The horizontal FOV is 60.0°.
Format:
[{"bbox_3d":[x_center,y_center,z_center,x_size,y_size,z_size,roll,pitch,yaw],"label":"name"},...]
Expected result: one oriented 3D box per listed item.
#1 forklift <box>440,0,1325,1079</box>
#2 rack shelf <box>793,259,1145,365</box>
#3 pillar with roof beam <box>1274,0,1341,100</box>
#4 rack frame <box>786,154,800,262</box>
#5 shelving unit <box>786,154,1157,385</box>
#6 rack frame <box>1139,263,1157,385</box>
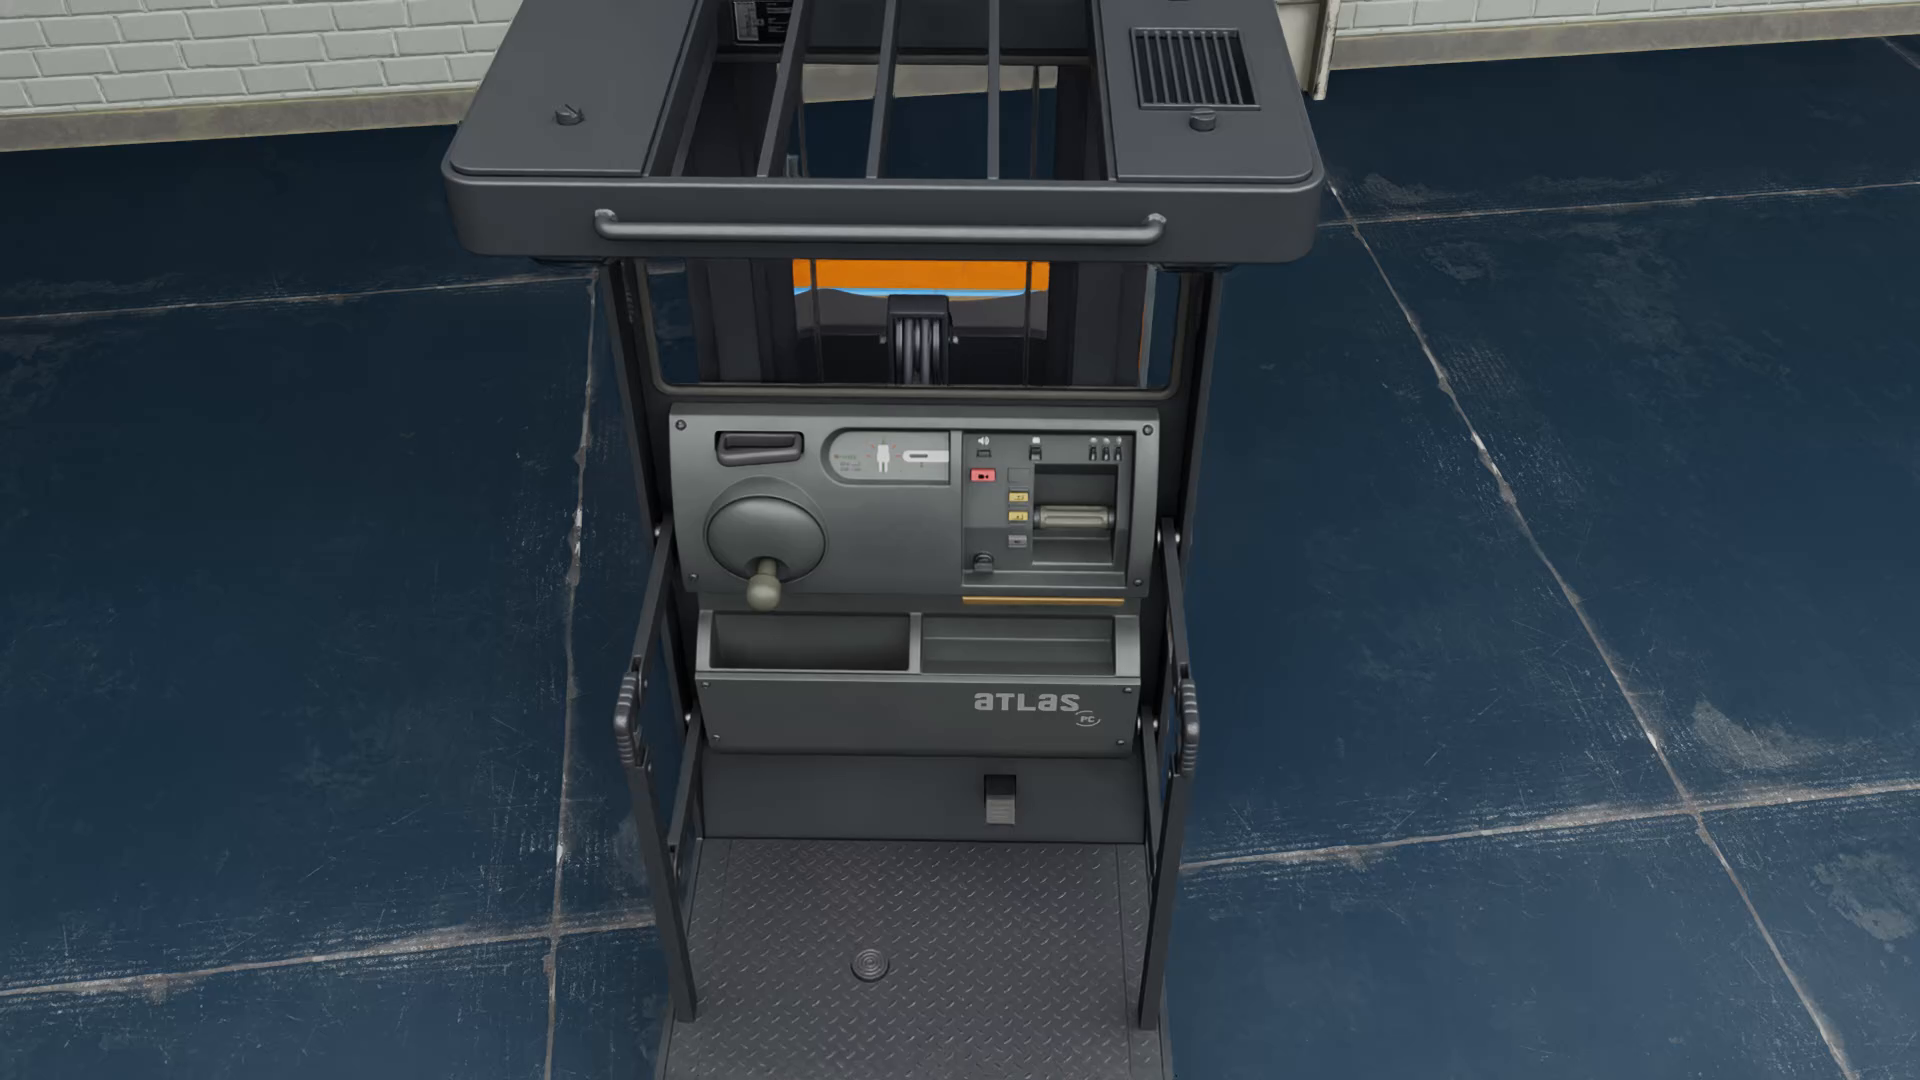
[{"bbox_3d":[-0.089,0.025,3.034,1.130,2.935,3.031,1,42,1],"label":"forklift"},{"bbox_3d":[0.013,-0.731,4.783,1.000,0.278,0.538,2,42,2],"label":"rack shelf"},{"bbox_3d":[1.977,-2.538,1.345,0.400,9.000,9.100,-5,42,-6],"label":"pillar with roof beam"},{"bbox_3d":[-0.495,-0.531,4.998,0.032,1.125,0.500,2,42,2],"label":"rack frame"},{"bbox_3d":[0.013,-0.513,4.979,1.048,1.125,0.538,2,42,2],"label":"shelving unit"},{"bbox_3d":[0.520,-0.495,4.959,0.032,1.125,0.500,2,42,2],"label":"rack frame"}]
